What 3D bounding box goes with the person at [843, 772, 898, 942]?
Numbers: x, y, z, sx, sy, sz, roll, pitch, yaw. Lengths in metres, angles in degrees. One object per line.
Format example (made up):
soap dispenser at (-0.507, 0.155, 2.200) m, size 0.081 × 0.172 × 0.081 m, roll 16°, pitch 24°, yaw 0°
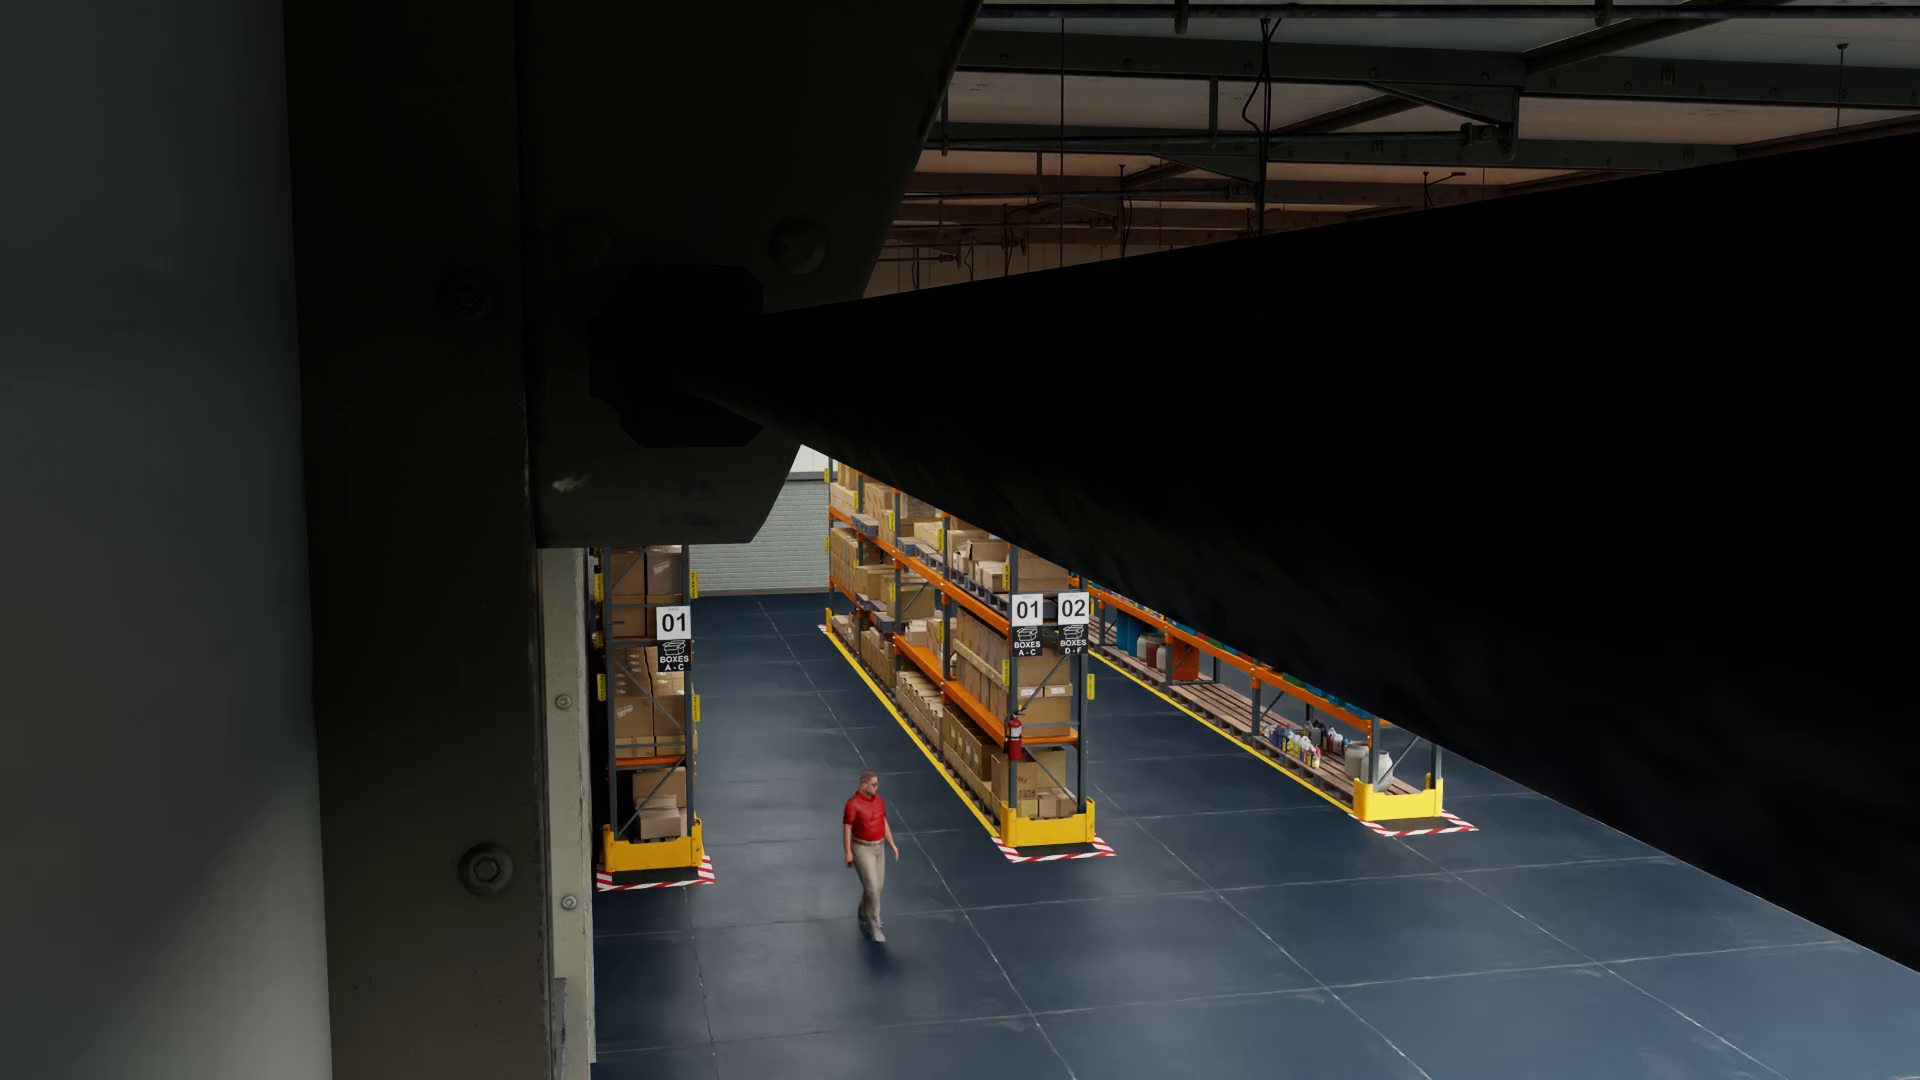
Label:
person at (-0.920, 3.389, 17.872) m, size 0.605 × 1.789 × 0.562 m, roll 5°, pitch 8°, yaw 37°
